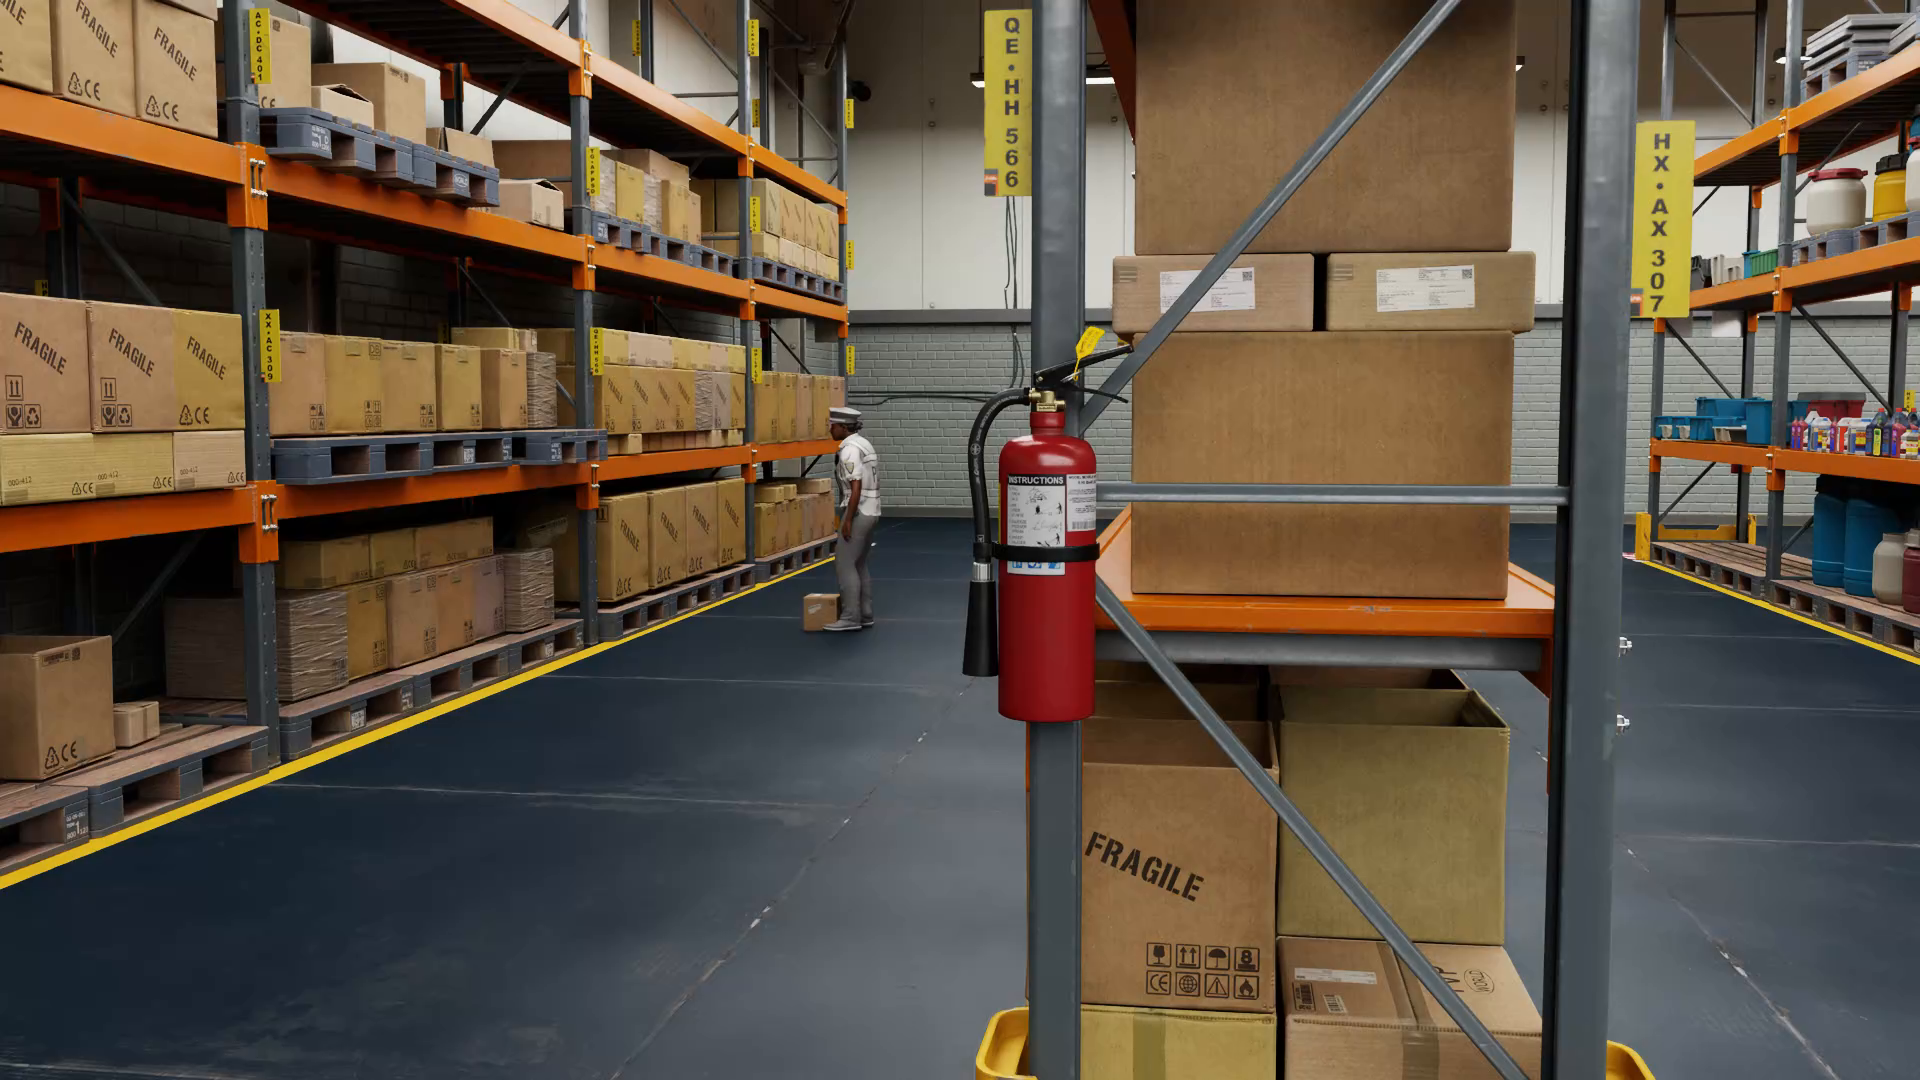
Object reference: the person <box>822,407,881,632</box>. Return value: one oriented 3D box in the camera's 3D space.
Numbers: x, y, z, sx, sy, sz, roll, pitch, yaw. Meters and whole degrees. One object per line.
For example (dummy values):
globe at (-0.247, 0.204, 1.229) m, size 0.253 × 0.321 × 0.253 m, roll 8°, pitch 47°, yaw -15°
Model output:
person at (-0.804, -0.159, 12.378) m, size 0.428 × 1.659 × 0.530 m, roll 0°, pitch 5°, yaw 5°
